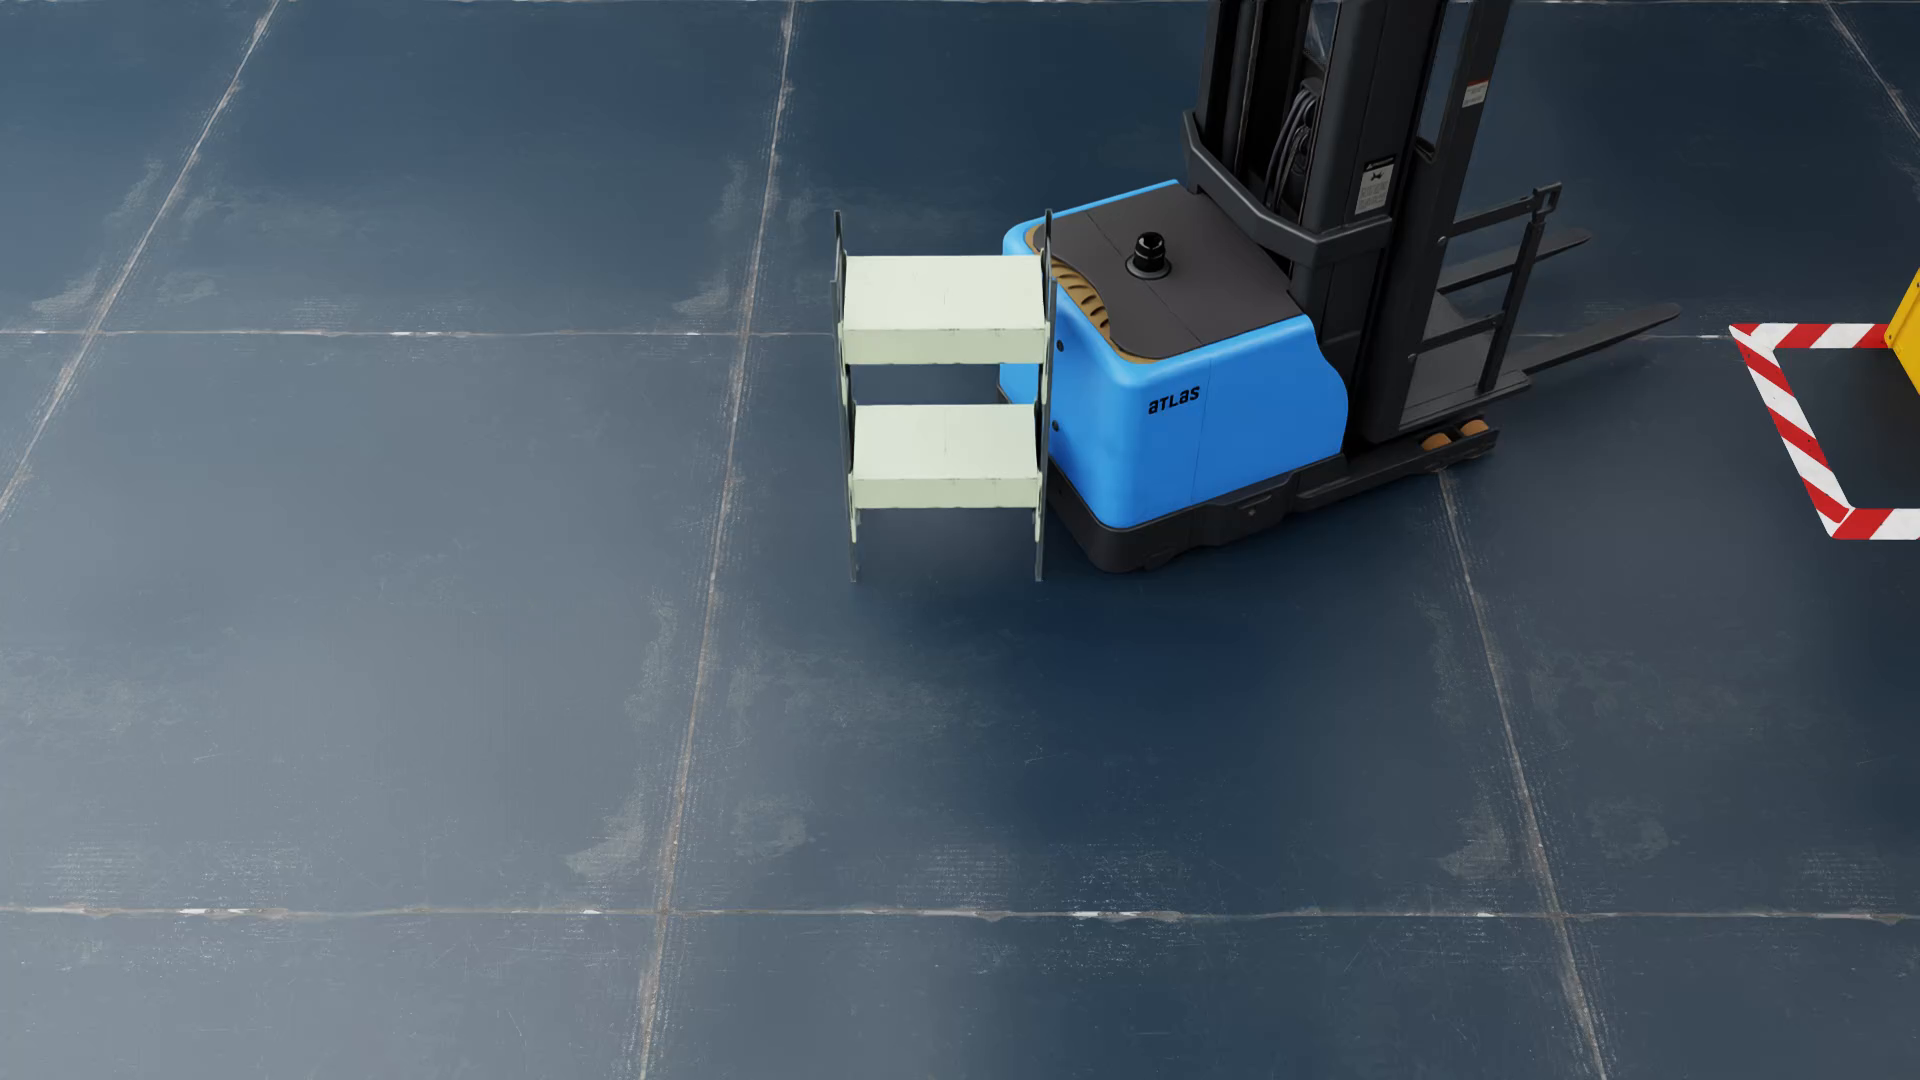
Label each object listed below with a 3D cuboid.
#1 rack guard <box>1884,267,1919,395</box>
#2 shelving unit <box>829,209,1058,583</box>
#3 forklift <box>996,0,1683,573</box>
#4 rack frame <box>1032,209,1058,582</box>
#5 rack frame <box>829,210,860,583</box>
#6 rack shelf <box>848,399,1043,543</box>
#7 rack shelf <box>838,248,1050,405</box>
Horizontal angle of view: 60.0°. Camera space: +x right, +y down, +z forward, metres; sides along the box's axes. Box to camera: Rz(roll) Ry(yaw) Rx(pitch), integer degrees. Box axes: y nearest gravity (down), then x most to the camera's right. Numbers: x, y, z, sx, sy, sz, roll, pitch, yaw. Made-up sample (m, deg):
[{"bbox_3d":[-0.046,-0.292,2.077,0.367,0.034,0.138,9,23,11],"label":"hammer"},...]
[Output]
[{"bbox_3d":[4.397,-0.706,7.066,0.348,0.500,1.175,0,47,0],"label":"rack guard"},{"bbox_3d":[-0.056,-0.490,6.182,0.755,1.500,0.431,0,47,0],"label":"shelving unit"},{"bbox_3d":[1.709,-1.615,6.251,3.031,2.935,1.130,-19,50,-17],"label":"forklift"},{"bbox_3d":[0.310,-0.493,6.184,0.023,1.500,0.400,0,47,0],"label":"rack frame"},{"bbox_3d":[-0.422,-0.488,6.179,0.023,1.500,0.400,0,47,0],"label":"rack frame"},{"bbox_3d":[-0.056,-0.268,6.420,0.720,0.370,0.431,0,47,0],"label":"rack shelf"},{"bbox_3d":[-0.056,-0.756,5.896,0.720,0.370,0.431,0,47,0],"label":"rack shelf"}]
